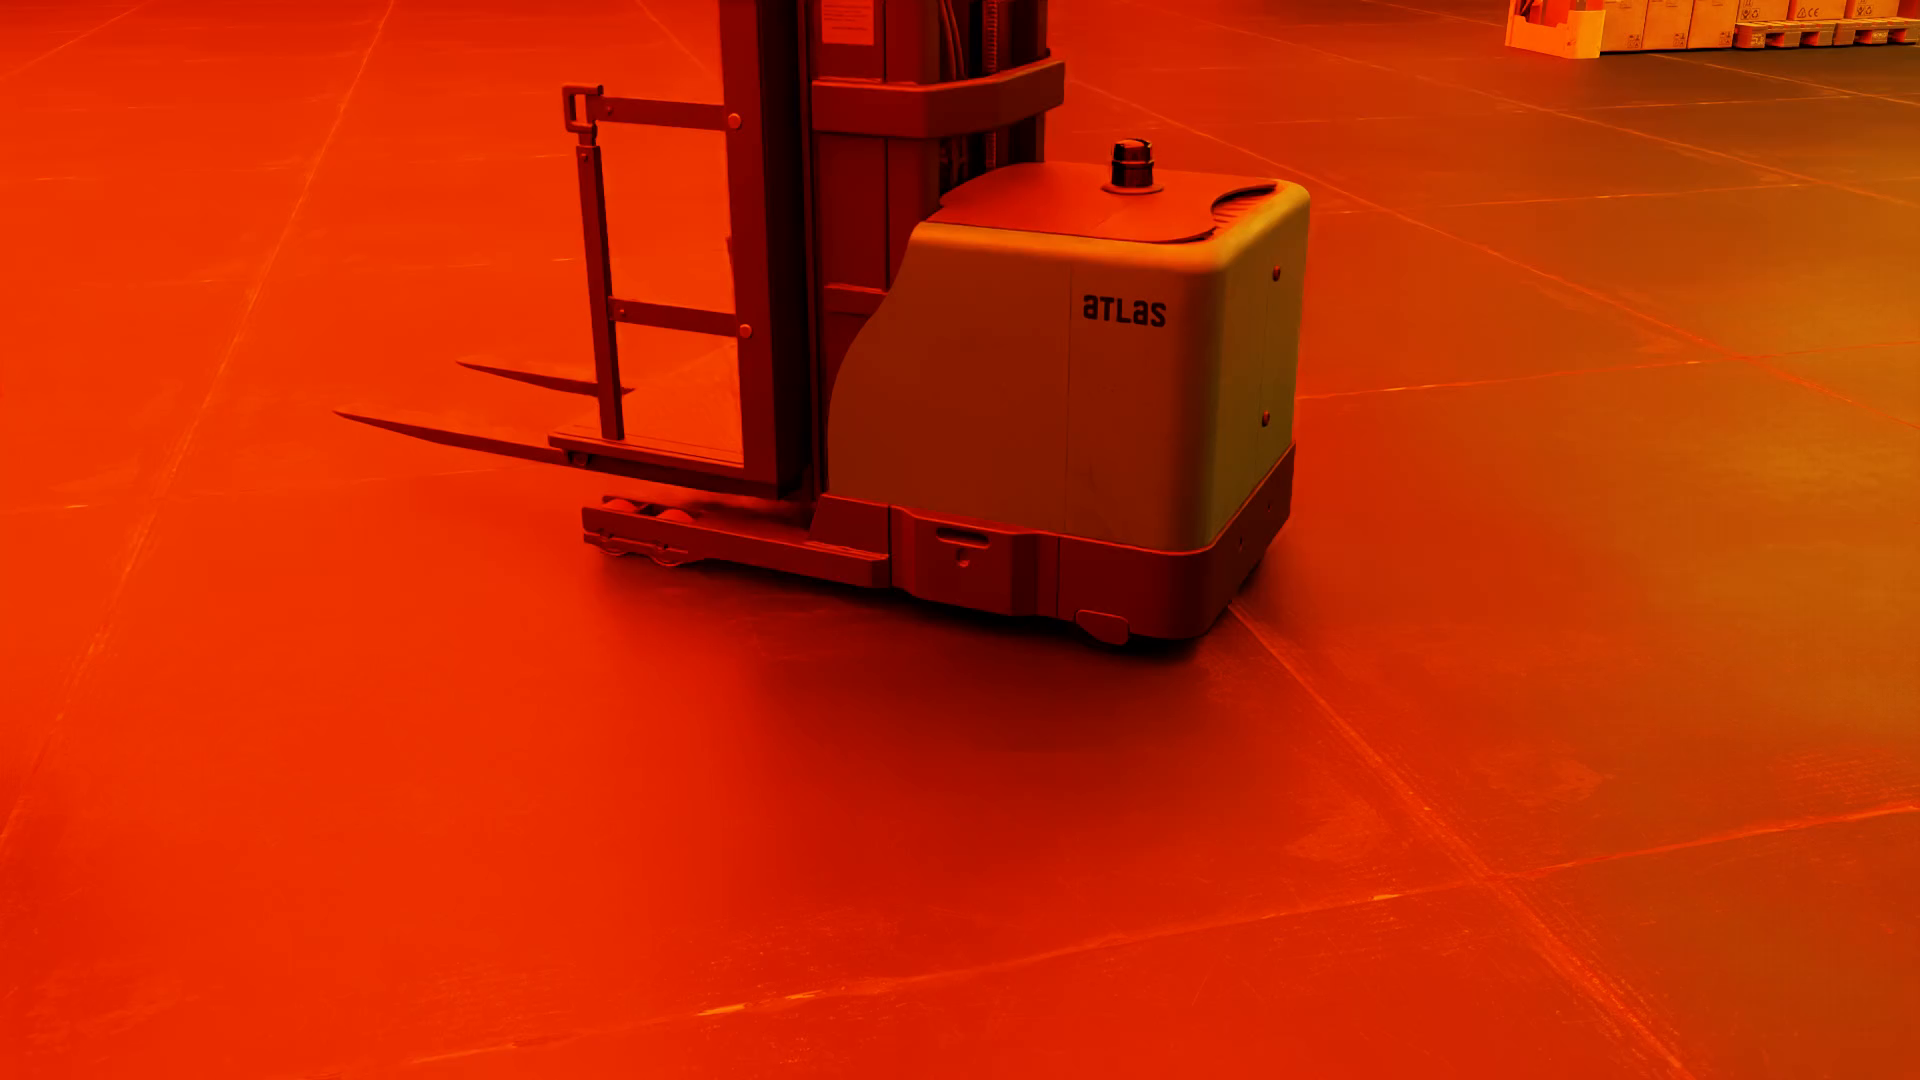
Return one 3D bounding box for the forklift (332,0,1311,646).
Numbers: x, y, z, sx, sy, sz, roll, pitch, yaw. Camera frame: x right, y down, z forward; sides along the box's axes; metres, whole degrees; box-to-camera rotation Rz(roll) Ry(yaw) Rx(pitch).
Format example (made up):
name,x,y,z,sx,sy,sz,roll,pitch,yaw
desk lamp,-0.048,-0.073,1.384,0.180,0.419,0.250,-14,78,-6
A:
name,x,y,z,sx,sy,sz,roll,pitch,yaw
forklift,-0.560,-1.445,4.706,3.031,2.935,1.130,10,25,22
